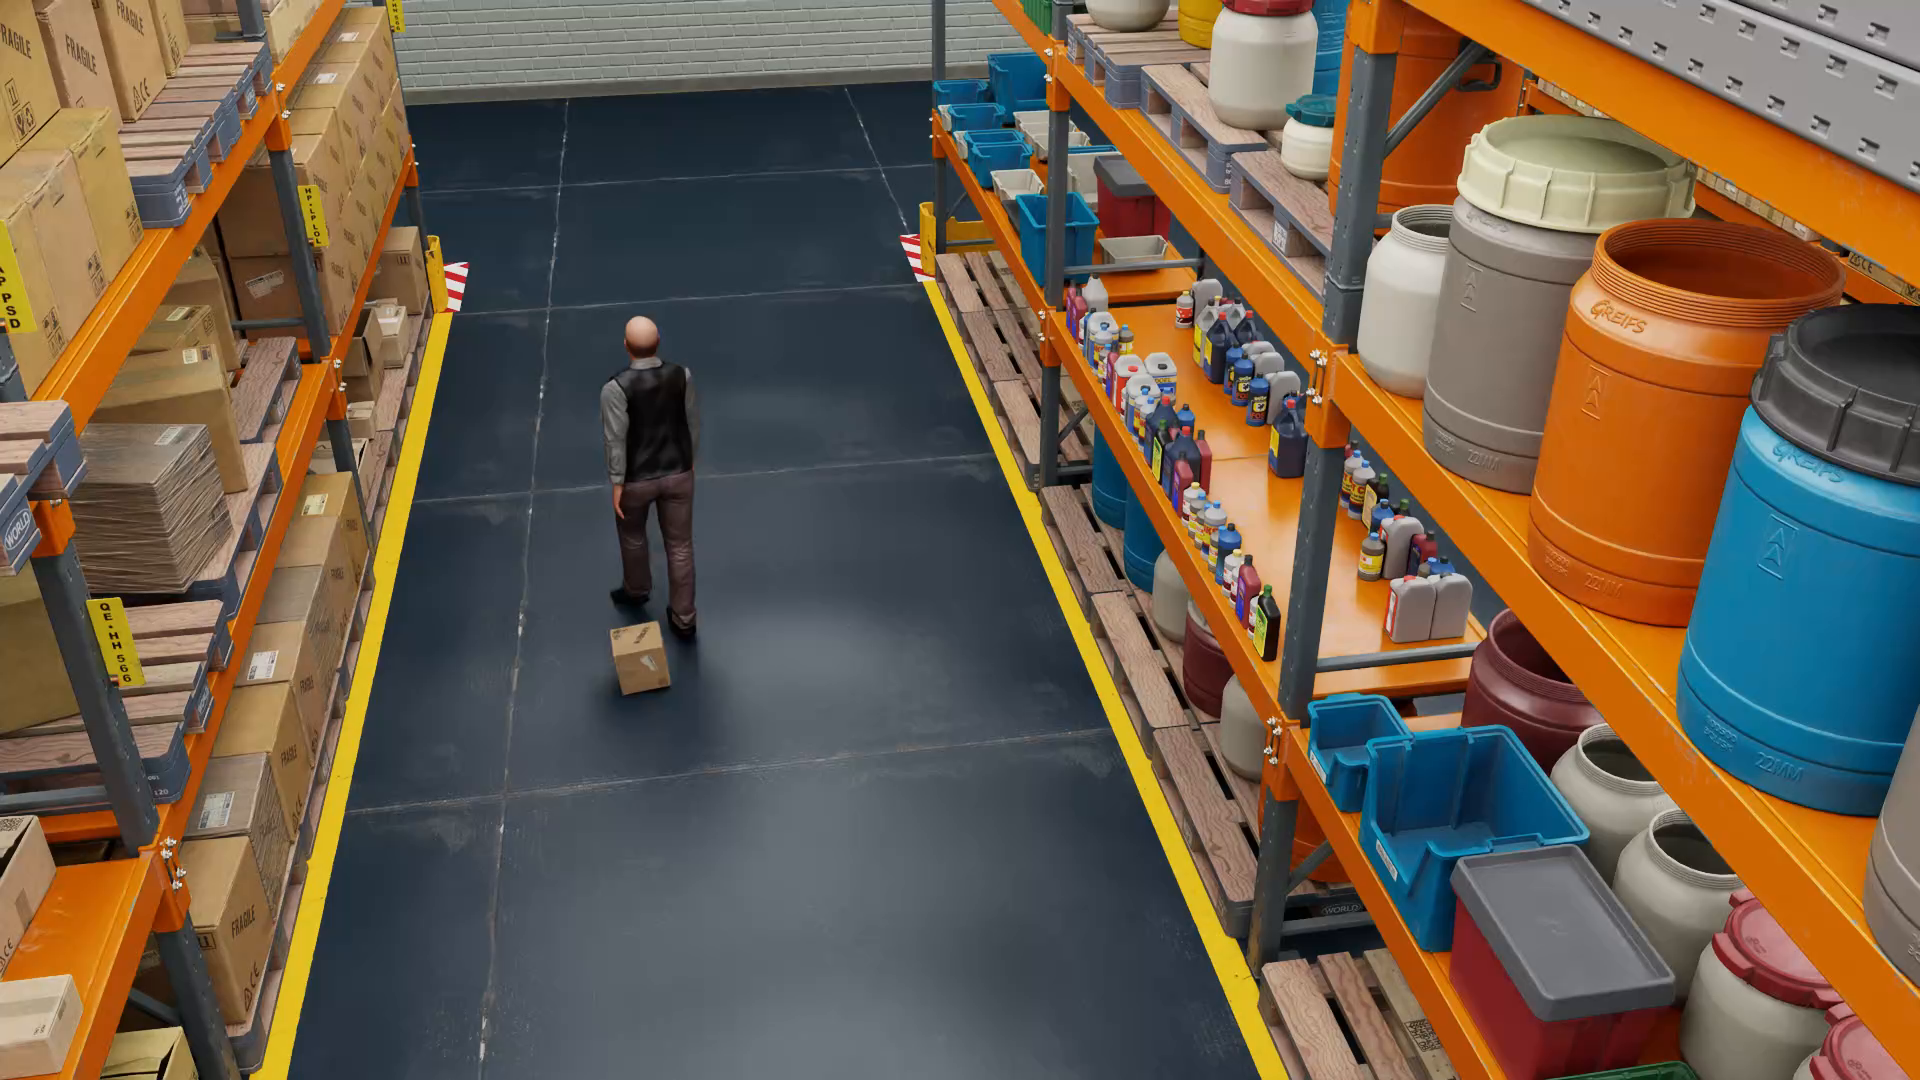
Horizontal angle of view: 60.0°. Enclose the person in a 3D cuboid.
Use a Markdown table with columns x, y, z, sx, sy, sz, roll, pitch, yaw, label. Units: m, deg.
| x | y | z | sx | sy | sz | roll | pitch | yaw | label |
| --- | --- | --- | --- | --- | --- | --- | --- | --- | --- |
| -1.594 | -0.330 | 8.743 | 0.551 | 1.741 | 0.714 | -14 | 33 | -22 | person |
